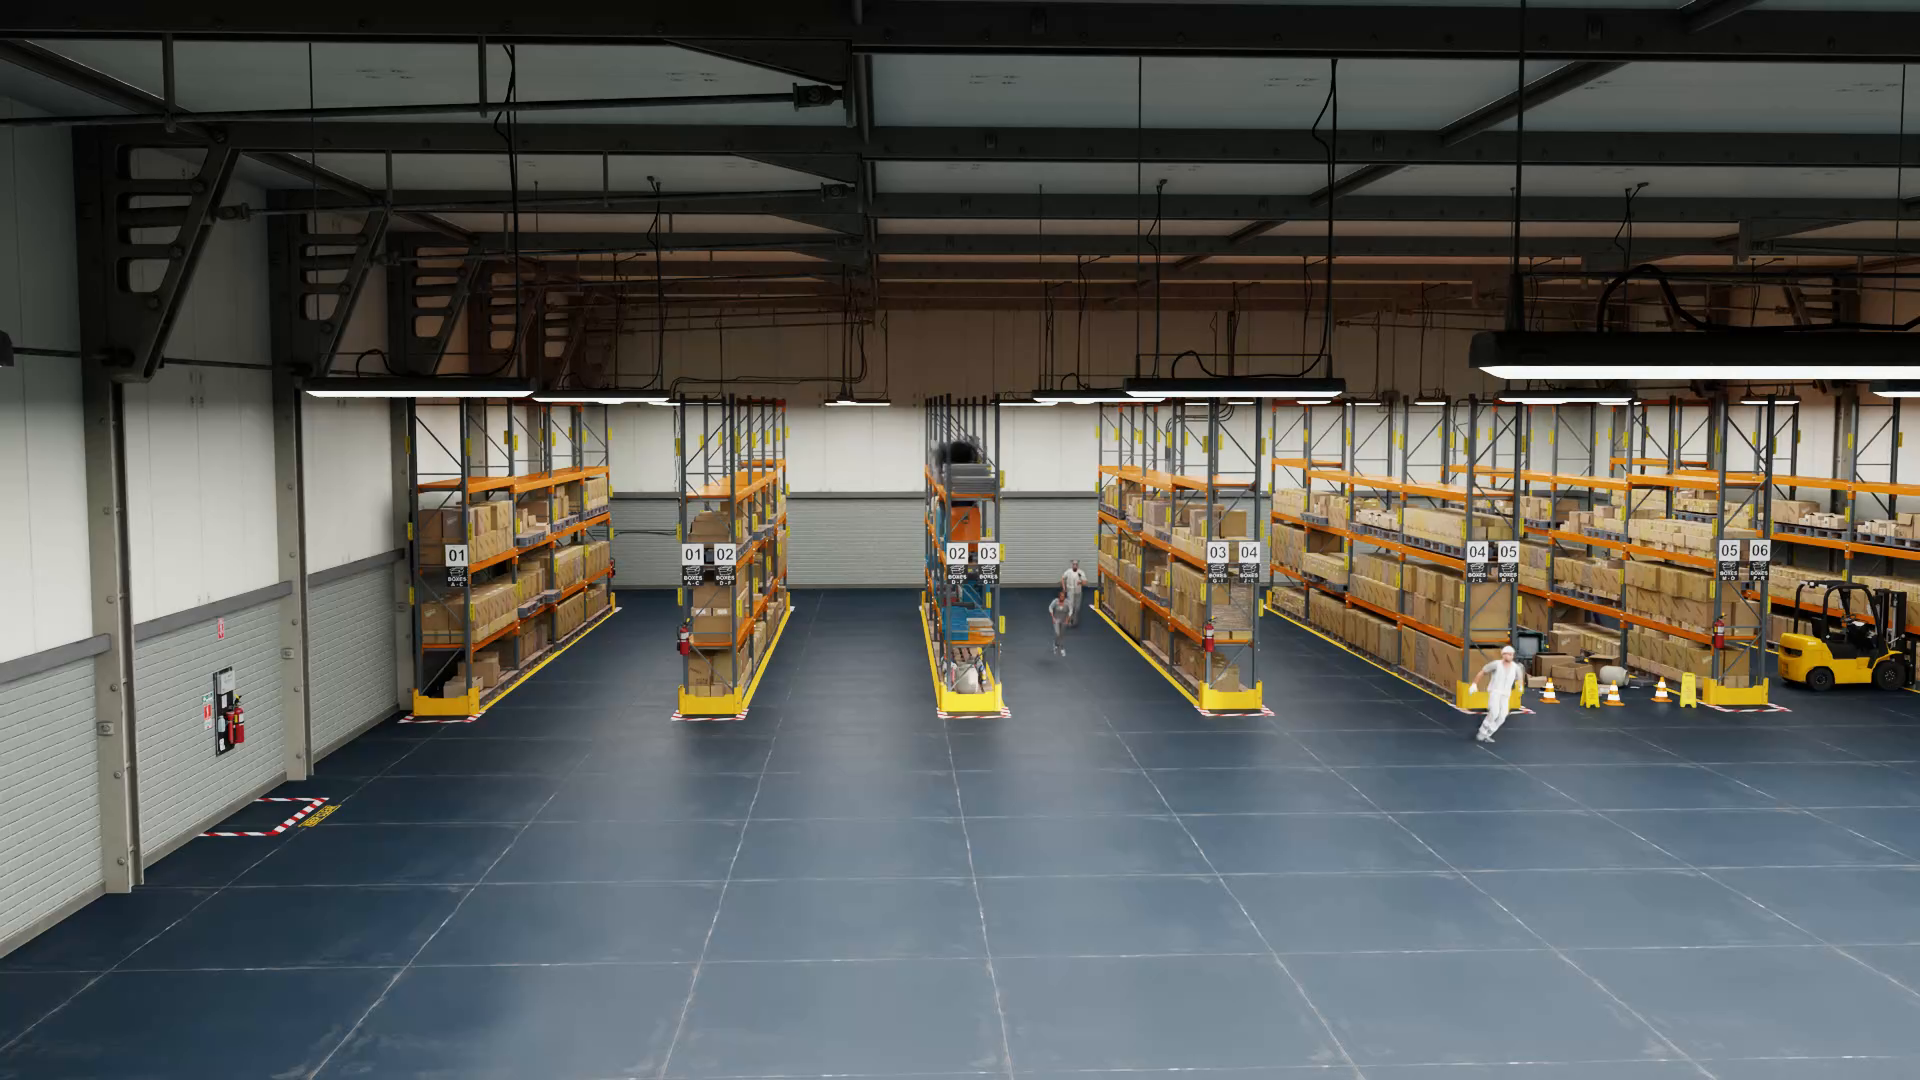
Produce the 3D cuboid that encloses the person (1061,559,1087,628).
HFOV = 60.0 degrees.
[{"bbox_3d":[3.004,1.402,43.642,0.636,1.820,0.736,0,5,-4],"label":"person"}]

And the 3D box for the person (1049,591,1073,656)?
[{"bbox_3d":[2.236,1.825,37.060,0.529,1.468,0.885,0,5,-3],"label":"person"}]

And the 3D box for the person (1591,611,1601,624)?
[{"bbox_3d":[16.632,1.457,44.108,0.598,1.608,0.934,-1,5,-18],"label":"person"}]

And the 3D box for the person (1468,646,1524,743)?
[{"bbox_3d":[9.241,2.644,28.411,0.862,1.674,0.660,-1,5,-14],"label":"person"}]
